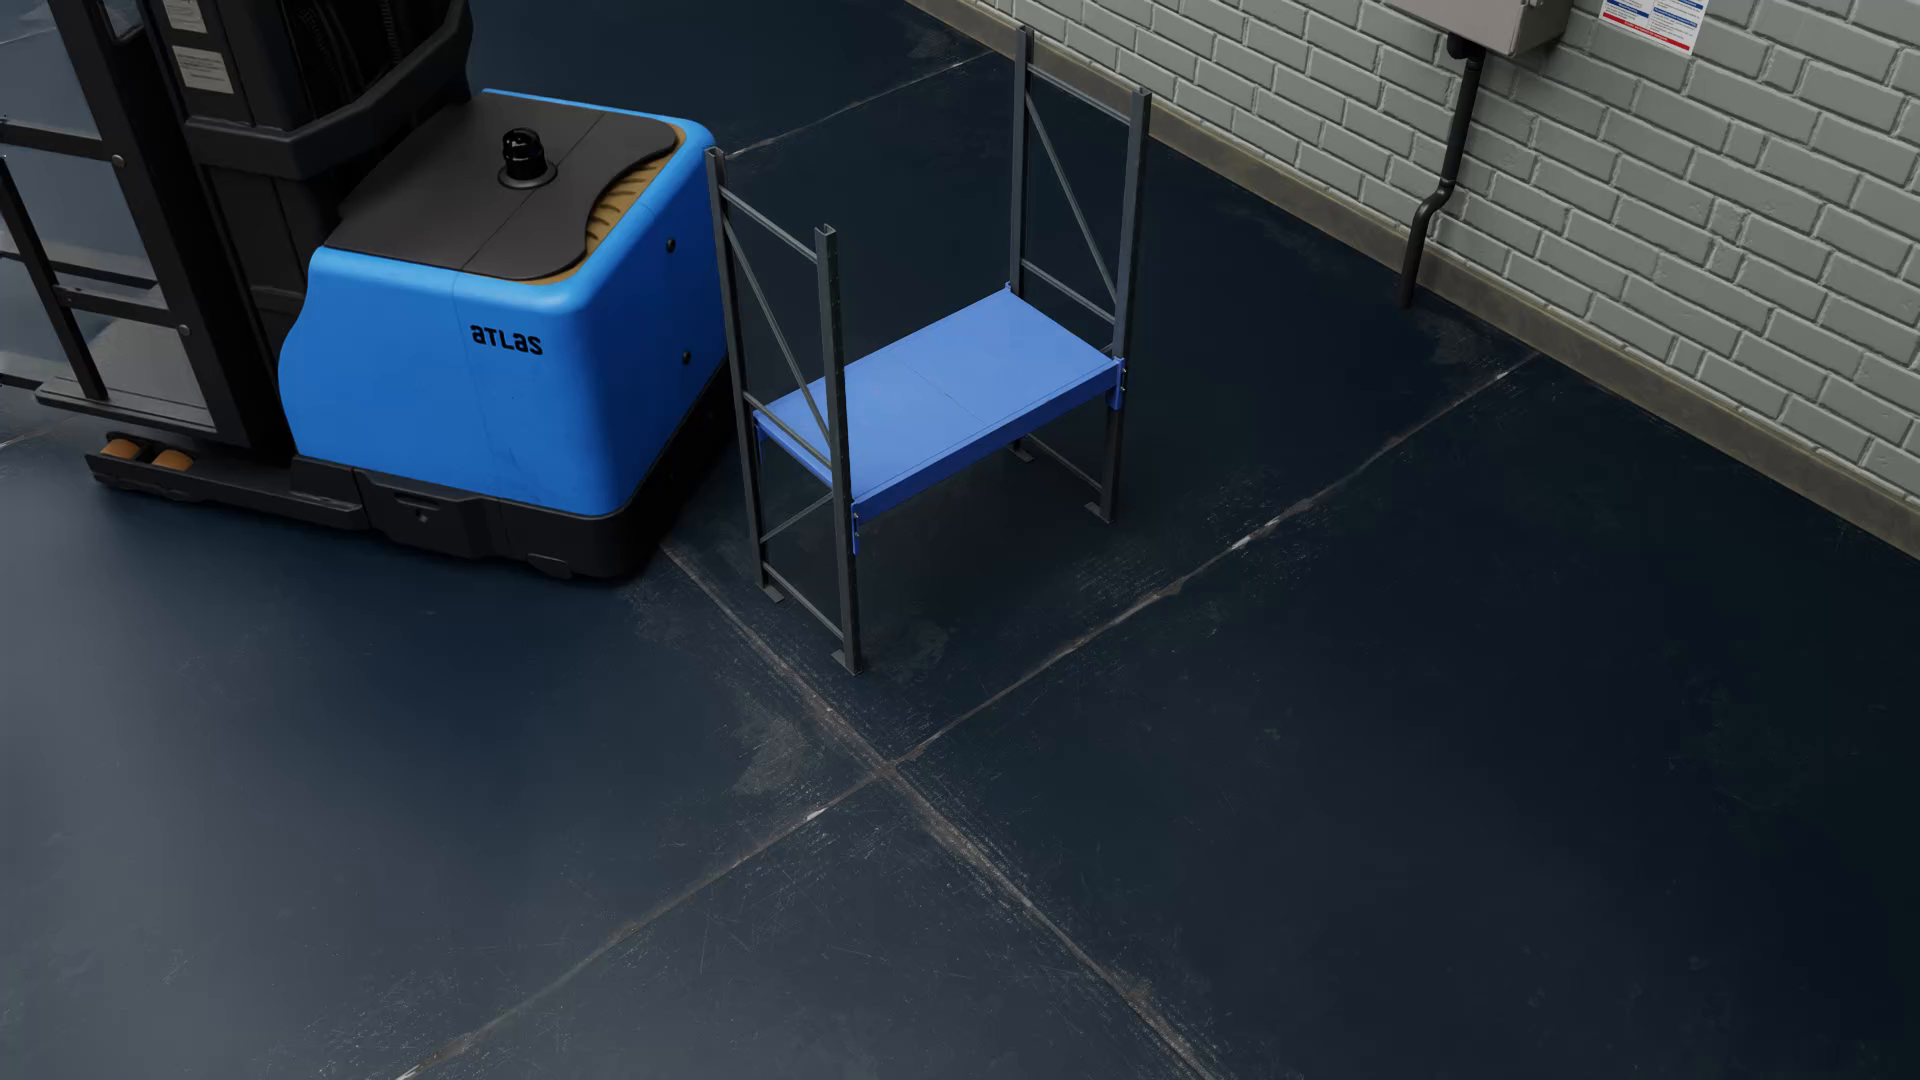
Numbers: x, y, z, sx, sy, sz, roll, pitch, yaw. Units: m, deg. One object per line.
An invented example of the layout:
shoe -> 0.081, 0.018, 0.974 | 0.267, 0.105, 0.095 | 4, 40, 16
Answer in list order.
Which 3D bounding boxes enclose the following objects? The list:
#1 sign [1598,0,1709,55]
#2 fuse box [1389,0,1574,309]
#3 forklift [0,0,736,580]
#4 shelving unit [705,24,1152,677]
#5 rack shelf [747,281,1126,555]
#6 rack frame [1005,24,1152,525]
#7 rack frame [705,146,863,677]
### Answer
sign -> 2.117, -1.739, 4.980 | 0.001, 0.494, 0.329 | -30, 51, -28
fuse box -> 1.642, -1.472, 5.568 | 0.414, 1.711, 0.539 | -30, 51, -28
forklift -> -2.302, -1.527, 4.735 | 3.031, 2.935, 1.130 | 12, 44, 12
shelving unit -> -0.065, -0.509, 4.697 | 1.048, 1.500, 0.538 | -30, 51, -28
rack shelf -> -0.065, -0.378, 4.820 | 1.000, 0.185, 0.538 | -30, 51, -28
rack frame -> 0.324, -0.733, 4.934 | 0.032, 1.500, 0.500 | -30, 51, -28
rack frame -> -0.455, -0.286, 4.459 | 0.032, 1.500, 0.500 | -30, 51, -28
